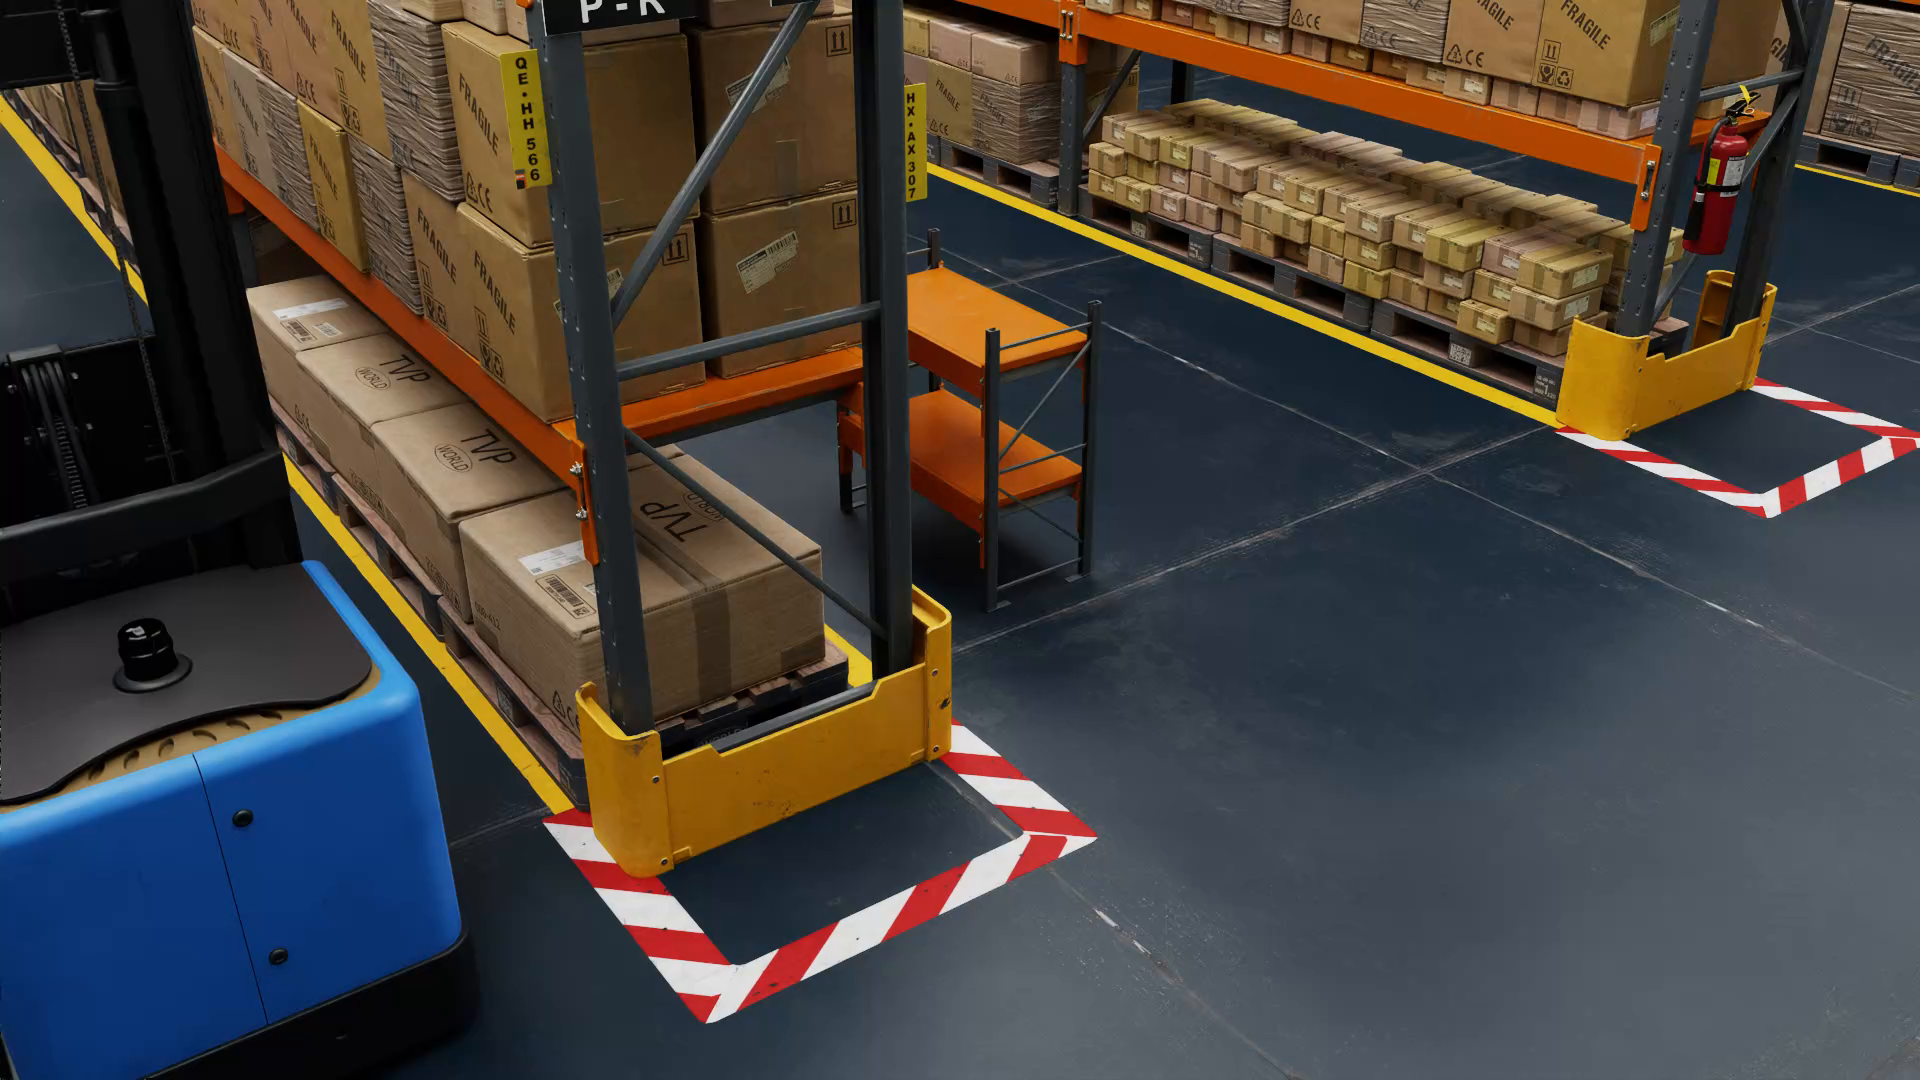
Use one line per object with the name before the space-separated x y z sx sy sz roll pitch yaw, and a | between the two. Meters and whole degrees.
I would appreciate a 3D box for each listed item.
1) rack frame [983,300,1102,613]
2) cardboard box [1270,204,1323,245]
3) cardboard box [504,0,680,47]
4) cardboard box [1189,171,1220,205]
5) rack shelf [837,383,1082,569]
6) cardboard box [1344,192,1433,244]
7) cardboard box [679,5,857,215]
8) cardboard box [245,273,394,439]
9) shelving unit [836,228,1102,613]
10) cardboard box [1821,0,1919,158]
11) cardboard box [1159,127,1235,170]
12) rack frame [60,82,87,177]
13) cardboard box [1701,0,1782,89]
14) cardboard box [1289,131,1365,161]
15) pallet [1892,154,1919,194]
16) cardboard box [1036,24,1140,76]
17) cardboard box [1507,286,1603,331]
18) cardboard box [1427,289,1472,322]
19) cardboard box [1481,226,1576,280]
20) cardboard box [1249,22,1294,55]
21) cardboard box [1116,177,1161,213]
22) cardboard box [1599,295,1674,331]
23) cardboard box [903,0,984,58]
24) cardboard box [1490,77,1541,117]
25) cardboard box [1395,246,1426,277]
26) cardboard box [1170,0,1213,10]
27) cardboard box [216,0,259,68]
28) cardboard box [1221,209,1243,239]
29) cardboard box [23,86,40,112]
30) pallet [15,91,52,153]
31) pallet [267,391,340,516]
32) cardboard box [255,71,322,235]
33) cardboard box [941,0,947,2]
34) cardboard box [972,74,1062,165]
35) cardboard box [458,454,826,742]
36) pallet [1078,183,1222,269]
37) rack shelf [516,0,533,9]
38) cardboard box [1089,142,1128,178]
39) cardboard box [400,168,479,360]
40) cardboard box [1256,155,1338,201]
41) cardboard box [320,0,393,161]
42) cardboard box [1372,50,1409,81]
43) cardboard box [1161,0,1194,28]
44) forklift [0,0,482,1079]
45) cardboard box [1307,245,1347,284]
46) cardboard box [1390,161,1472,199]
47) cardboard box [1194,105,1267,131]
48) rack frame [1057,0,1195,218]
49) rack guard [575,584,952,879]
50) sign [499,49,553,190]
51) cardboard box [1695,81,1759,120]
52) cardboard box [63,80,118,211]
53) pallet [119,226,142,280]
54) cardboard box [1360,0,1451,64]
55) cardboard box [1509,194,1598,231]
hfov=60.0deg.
rack frame | 0.299 -0.294 6.113 0.500 1.125 0.032 -19 34 -31
cardboard box | 1.914 -1.745 9.056 0.380 0.149 0.250 -18 34 -30
cardboard box | -0.963 -1.396 4.345 0.380 0.149 0.250 -18 33 -30
cardboard box | 1.557 -2.077 9.667 0.380 0.149 0.250 -21 35 -33
rack shelf | 0.004 -0.277 6.593 0.538 0.278 1.000 -19 34 -31
cardboard box | 2.216 -1.668 8.603 0.380 0.149 0.250 -17 33 -29
cardboard box | -0.638 -1.292 4.834 0.500 0.500 0.500 -20 34 -32
cardboard box | -2.635 -0.883 7.478 0.875 0.438 0.875 -19 34 -31
shelving unit | 0.004 -0.492 6.477 0.538 1.125 1.048 -19 34 -31
cardboard box | 6.517 -3.118 11.135 0.875 0.875 0.875 -19 34 -31
cardboard box | 1.391 -2.302 9.769 0.380 0.149 0.250 -19 34 -31
rack frame | -5.232 -3.654 10.334 1.000 3.000 0.127 -19 34 -31
cardboard box | 3.347 -2.379 7.571 0.500 0.500 0.500 -17 33 -28
cardboard box | 2.131 -2.250 9.673 0.380 0.149 0.250 -21 35 -33
pallet | 6.954 -2.351 10.857 1.003 0.211 1.213 -19 34 -31
cardboard box | 0.849 -3.284 11.048 0.500 0.250 0.500 -20 35 -33
cardboard box | 2.844 -1.142 7.945 0.380 0.149 0.250 -20 34 -32
cardboard box | 2.592 -1.230 8.419 0.380 0.149 0.250 -19 34 -31
cardboard box | 2.770 -1.396 8.100 0.380 0.149 0.250 -18 33 -30
cardboard box | 1.763 -2.699 8.839 0.380 0.149 0.250 -17 33 -29
cardboard box | 1.166 -2.106 10.032 0.380 0.149 0.250 -18 33 -29
cardboard box | 3.339 -1.177 8.322 0.380 0.149 0.250 -18 33 -30
cardboard box | -0.181 -3.548 11.534 0.500 0.250 0.500 -20 35 -33
cardboard box | 2.692 -2.092 7.721 0.380 0.149 0.250 -19 34 -31
cardboard box | 2.469 -1.476 8.561 0.380 0.149 0.250 -19 34 -31
cardboard box | 1.437 -3.230 9.138 0.500 0.500 0.500 -19 34 -31
cardboard box | -2.545 -2.132 6.379 0.500 0.500 0.500 -19 34 -31
cardboard box | 1.725 -1.844 9.549 0.380 0.149 0.250 -20 35 -33
cardboard box | -6.421 -3.487 12.341 0.950 0.372 0.625 -18 33 -29
pallet | -6.387 -3.206 12.433 1.003 0.211 1.213 -19 34 -31
pallet | -2.534 -0.556 7.552 1.003 0.211 1.213 -19 34 -31
cardboard box | -2.281 -1.496 6.256 0.500 0.500 0.500 -19 34 -30
cardboard box | -0.064 -3.890 12.163 0.500 0.250 0.500 -18 33 -30
cardboard box | 0.428 -2.812 10.964 0.500 0.500 0.500 -19 34 -32
cardboard box | -1.056 0.169 5.540 0.875 0.438 0.875 -20 34 -32
pallet | 1.480 -2.031 10.269 1.003 0.211 1.213 -19 34 -31
rack shelf | -1.751 -2.323 5.495 1.077 0.370 4.000 -19 34 -31
cardboard box | 1.012 -2.341 10.153 0.380 0.149 0.250 -17 33 -28
cardboard box | -1.366 -0.901 5.161 0.500 0.500 0.500 -20 34 -32
cardboard box | 1.868 -2.002 9.217 0.380 0.149 0.250 -20 35 -33
cardboard box | -1.676 -1.537 5.284 0.500 0.500 0.500 -19 34 -31
cardboard box | 2.288 -2.416 8.320 0.380 0.149 0.250 -20 35 -33
cardboard box | 1.368 -3.028 9.446 0.380 0.149 0.250 -20 35 -33
forklift | -2.526 -0.439 4.488 1.130 2.935 3.031 -19 34 -31
cardboard box | 2.097 -1.516 8.946 0.380 0.149 0.250 -18 33 -30
cardboard box | 2.576 -1.950 9.122 0.380 0.149 0.250 -18 33 -30
cardboard box | 1.661 -2.547 10.220 0.380 0.149 0.250 -18 33 -30
rack frame | 1.062 -3.508 10.067 1.000 3.000 0.127 -19 34 -31
rack guard | -0.577 0.564 5.187 1.175 0.500 0.348 -19 34 -31
sign | -1.041 -1.012 4.008 0.100 0.325 0.005 -19 34 -31
cardboard box | 3.461 -2.059 7.662 0.380 0.149 0.250 -19 34 -31
cardboard box | -4.899 -2.613 10.204 0.875 0.875 0.875 -19 34 -31
pallet | -4.132 -1.627 9.524 1.003 0.211 1.213 -19 34 -31
cardboard box | 2.316 -2.627 8.028 0.500 0.500 0.500 -19 34 -30
cardboard box | 3.055 -1.651 8.571 0.380 0.149 0.250 -19 34 -31
